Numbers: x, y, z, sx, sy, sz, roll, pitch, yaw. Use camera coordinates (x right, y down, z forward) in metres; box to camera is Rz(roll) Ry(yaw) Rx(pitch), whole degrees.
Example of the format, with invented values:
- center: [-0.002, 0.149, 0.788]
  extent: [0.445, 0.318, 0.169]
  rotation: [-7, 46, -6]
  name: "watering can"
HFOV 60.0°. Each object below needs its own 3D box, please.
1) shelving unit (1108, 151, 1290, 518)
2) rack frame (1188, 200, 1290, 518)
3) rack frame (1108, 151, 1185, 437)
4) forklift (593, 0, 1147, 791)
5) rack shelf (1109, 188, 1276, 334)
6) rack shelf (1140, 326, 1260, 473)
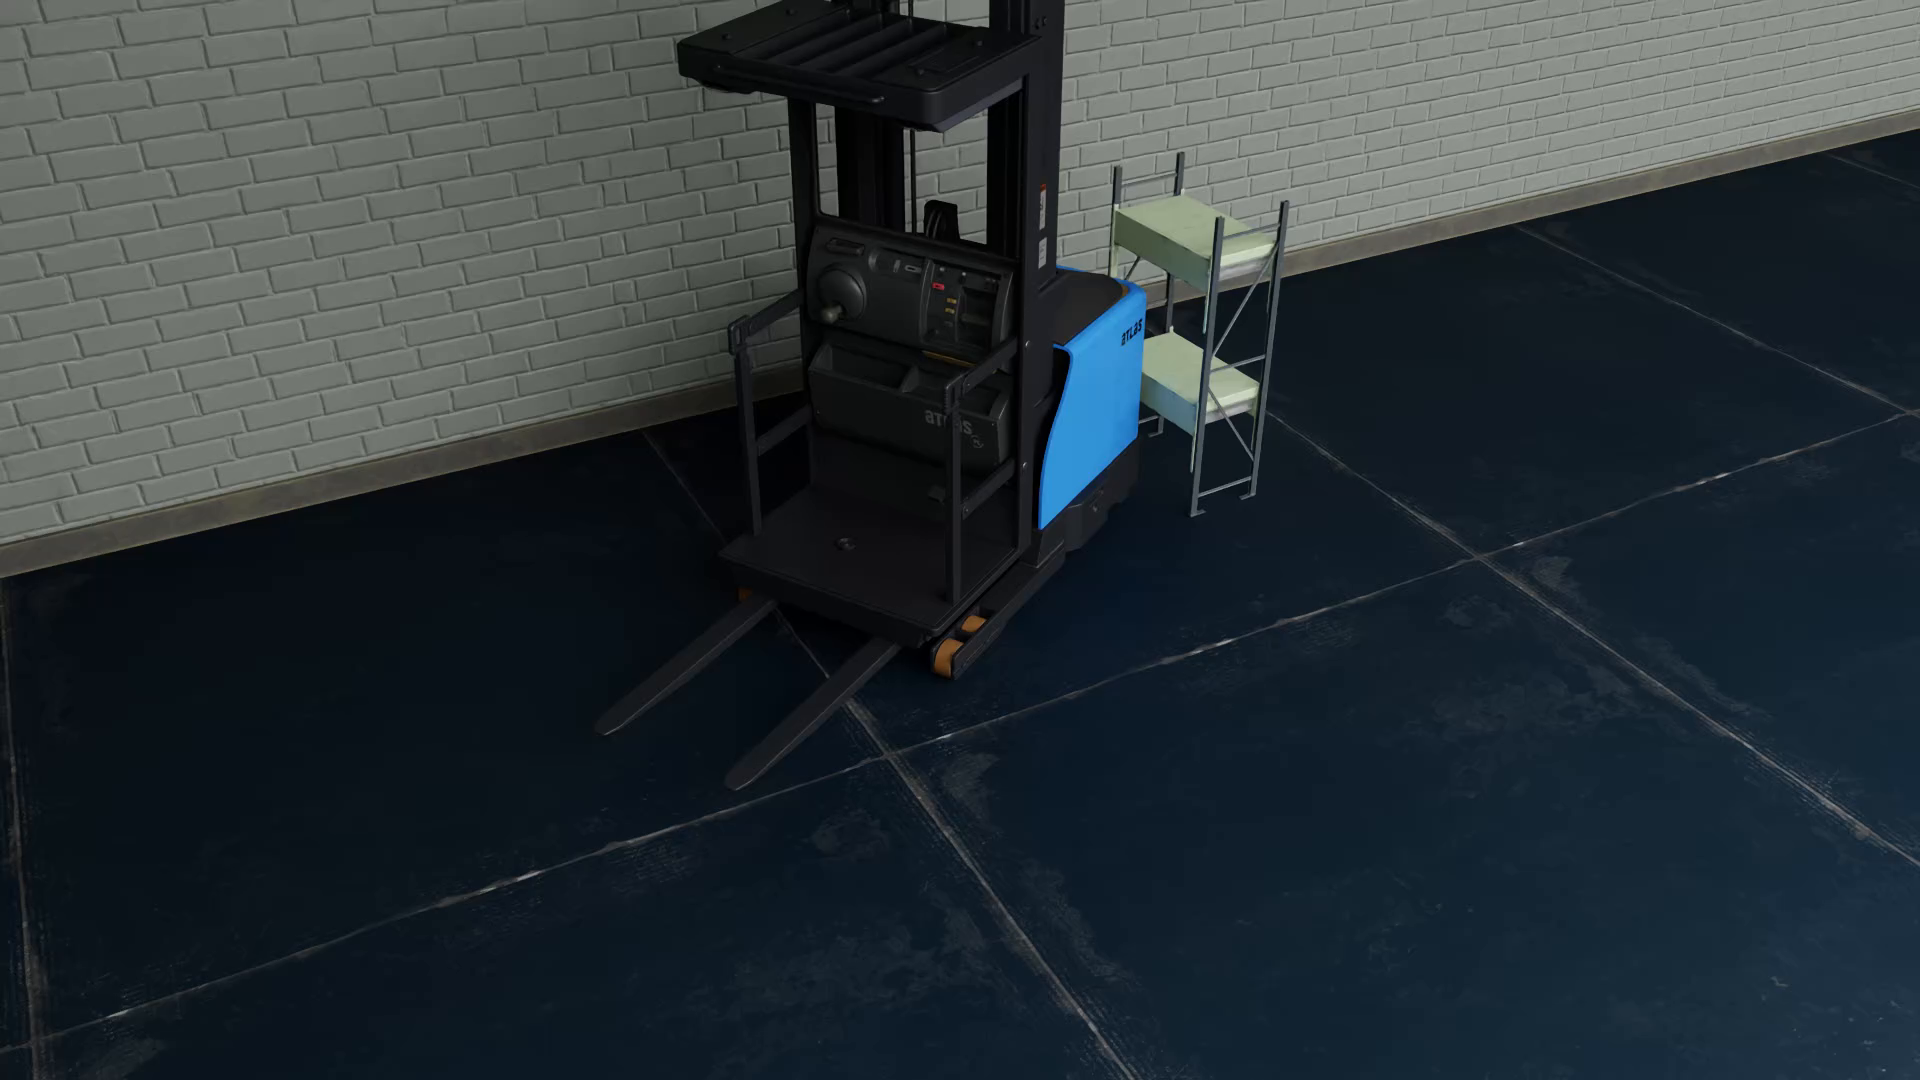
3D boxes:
- center: [1.072, -0.968, 7.867]
  extent: [0.431, 1.500, 0.755]
  rotation: [-18, 37, -27]
  name: "shelving unit"
- center: [1.265, -0.800, 7.605]
  extent: [0.400, 1.500, 0.023]
  rotation: [-18, 37, -27]
  name: "rack frame"
- center: [0.879, -1.135, 8.129]
  extent: [0.400, 1.500, 0.023]
  rotation: [-18, 37, -27]
  name: "rack frame"
- center: [-0.318, -0.945, 6.508]
  extent: [1.130, 2.935, 3.031]
  rotation: [18, 37, 25]
  name: "forklift"
- center: [1.075, -1.297, 7.658]
  extent: [0.431, 0.370, 0.720]
  rotation: [-18, 37, -27]
  name: "rack shelf"
- center: [1.070, -0.693, 8.042]
  extent: [0.431, 0.370, 0.720]
  rotation: [-18, 37, -27]
  name: "rack shelf"
